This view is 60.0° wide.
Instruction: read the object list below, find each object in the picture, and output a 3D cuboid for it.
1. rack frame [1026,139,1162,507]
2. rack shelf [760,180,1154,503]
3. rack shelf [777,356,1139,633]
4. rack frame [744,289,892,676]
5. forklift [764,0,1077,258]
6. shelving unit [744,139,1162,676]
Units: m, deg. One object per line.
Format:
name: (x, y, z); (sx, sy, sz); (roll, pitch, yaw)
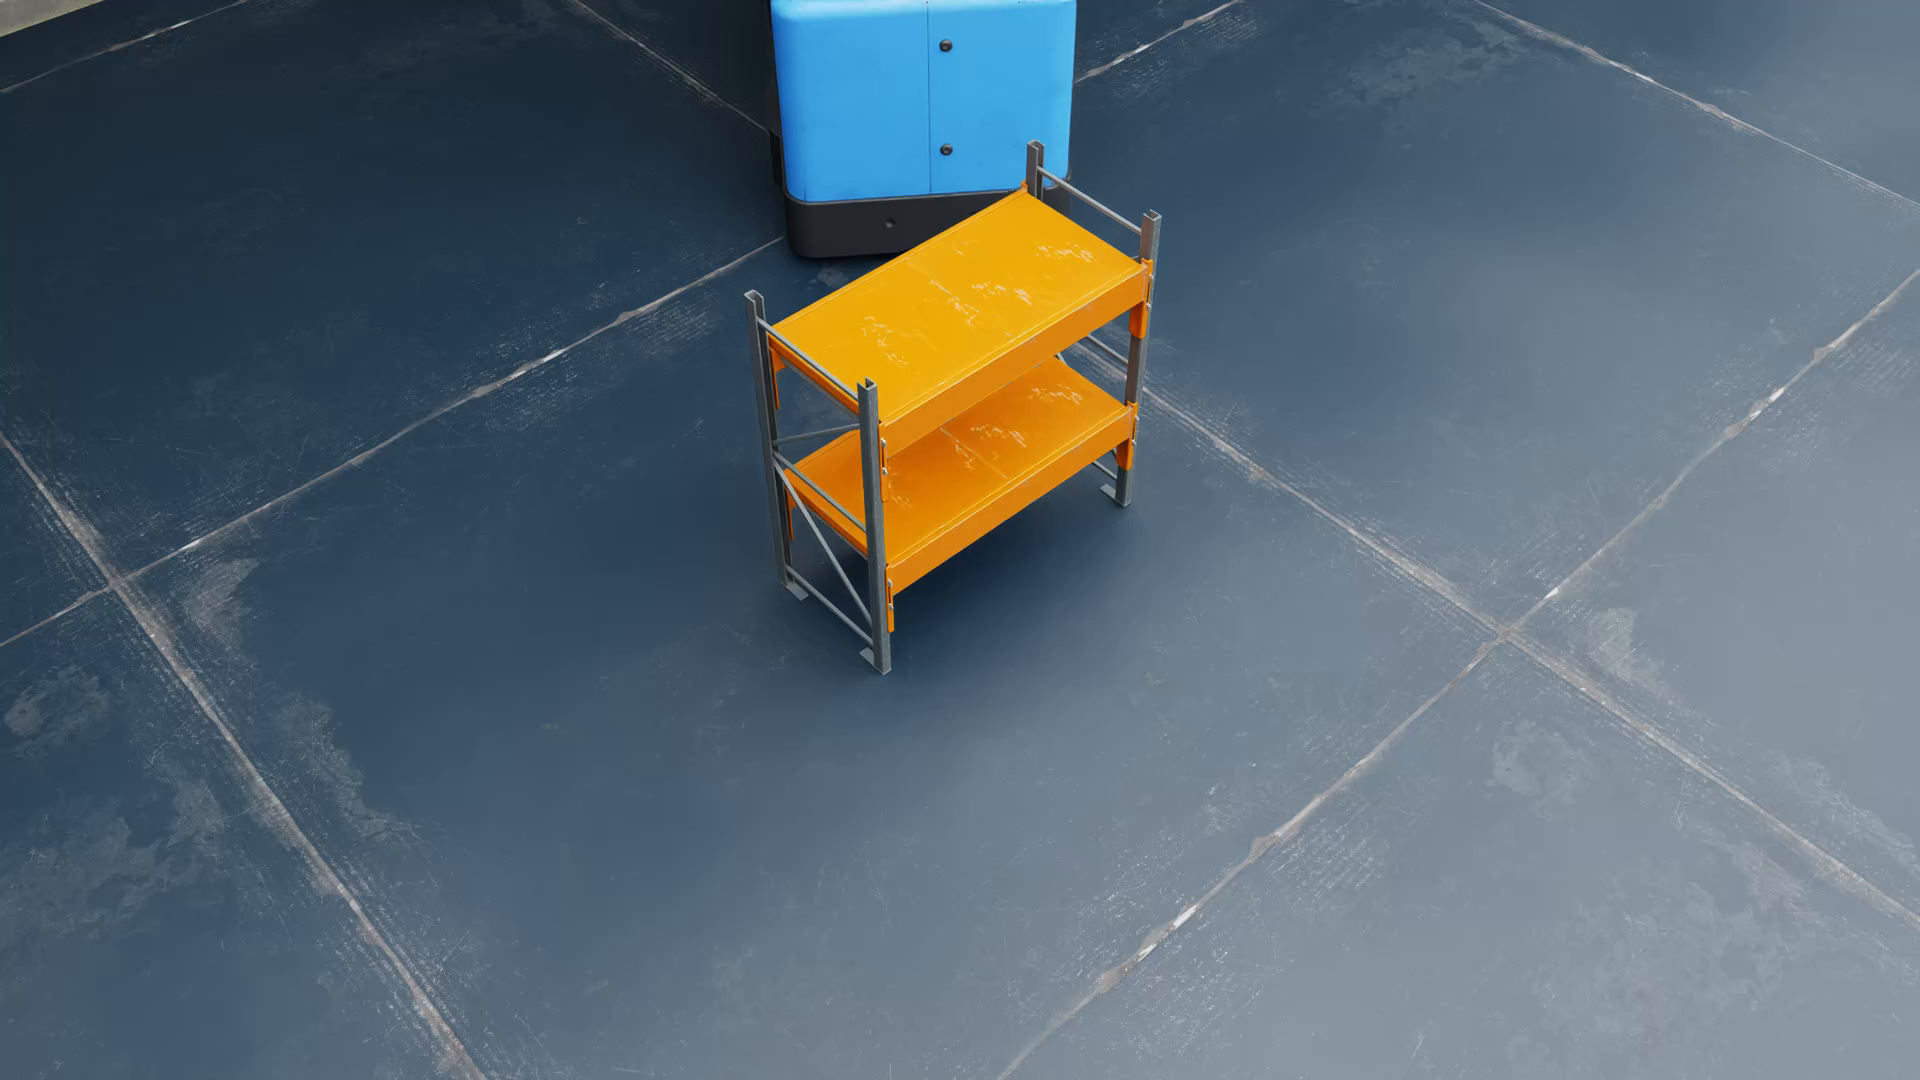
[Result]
rack frame: (0.371, -0.629, 5.065); (0.032, 1.125, 0.500); (-34, 56, -27)
rack shelf: (-0.005, -0.577, 4.618); (1.000, 0.278, 0.538); (-34, 56, -27)
rack shelf: (-0.005, -0.212, 5.013); (1.000, 0.278, 0.538); (-34, 56, -27)
rack frame: (-0.381, -0.127, 4.602); (0.032, 1.125, 0.500); (-34, 56, -27)
forklift: (-0.270, -3.120, 6.135); (1.130, 2.935, 3.031); (-5, 47, -4)
shelving unit: (-0.005, -0.378, 4.834); (1.048, 1.125, 0.538); (-34, 56, -27)
